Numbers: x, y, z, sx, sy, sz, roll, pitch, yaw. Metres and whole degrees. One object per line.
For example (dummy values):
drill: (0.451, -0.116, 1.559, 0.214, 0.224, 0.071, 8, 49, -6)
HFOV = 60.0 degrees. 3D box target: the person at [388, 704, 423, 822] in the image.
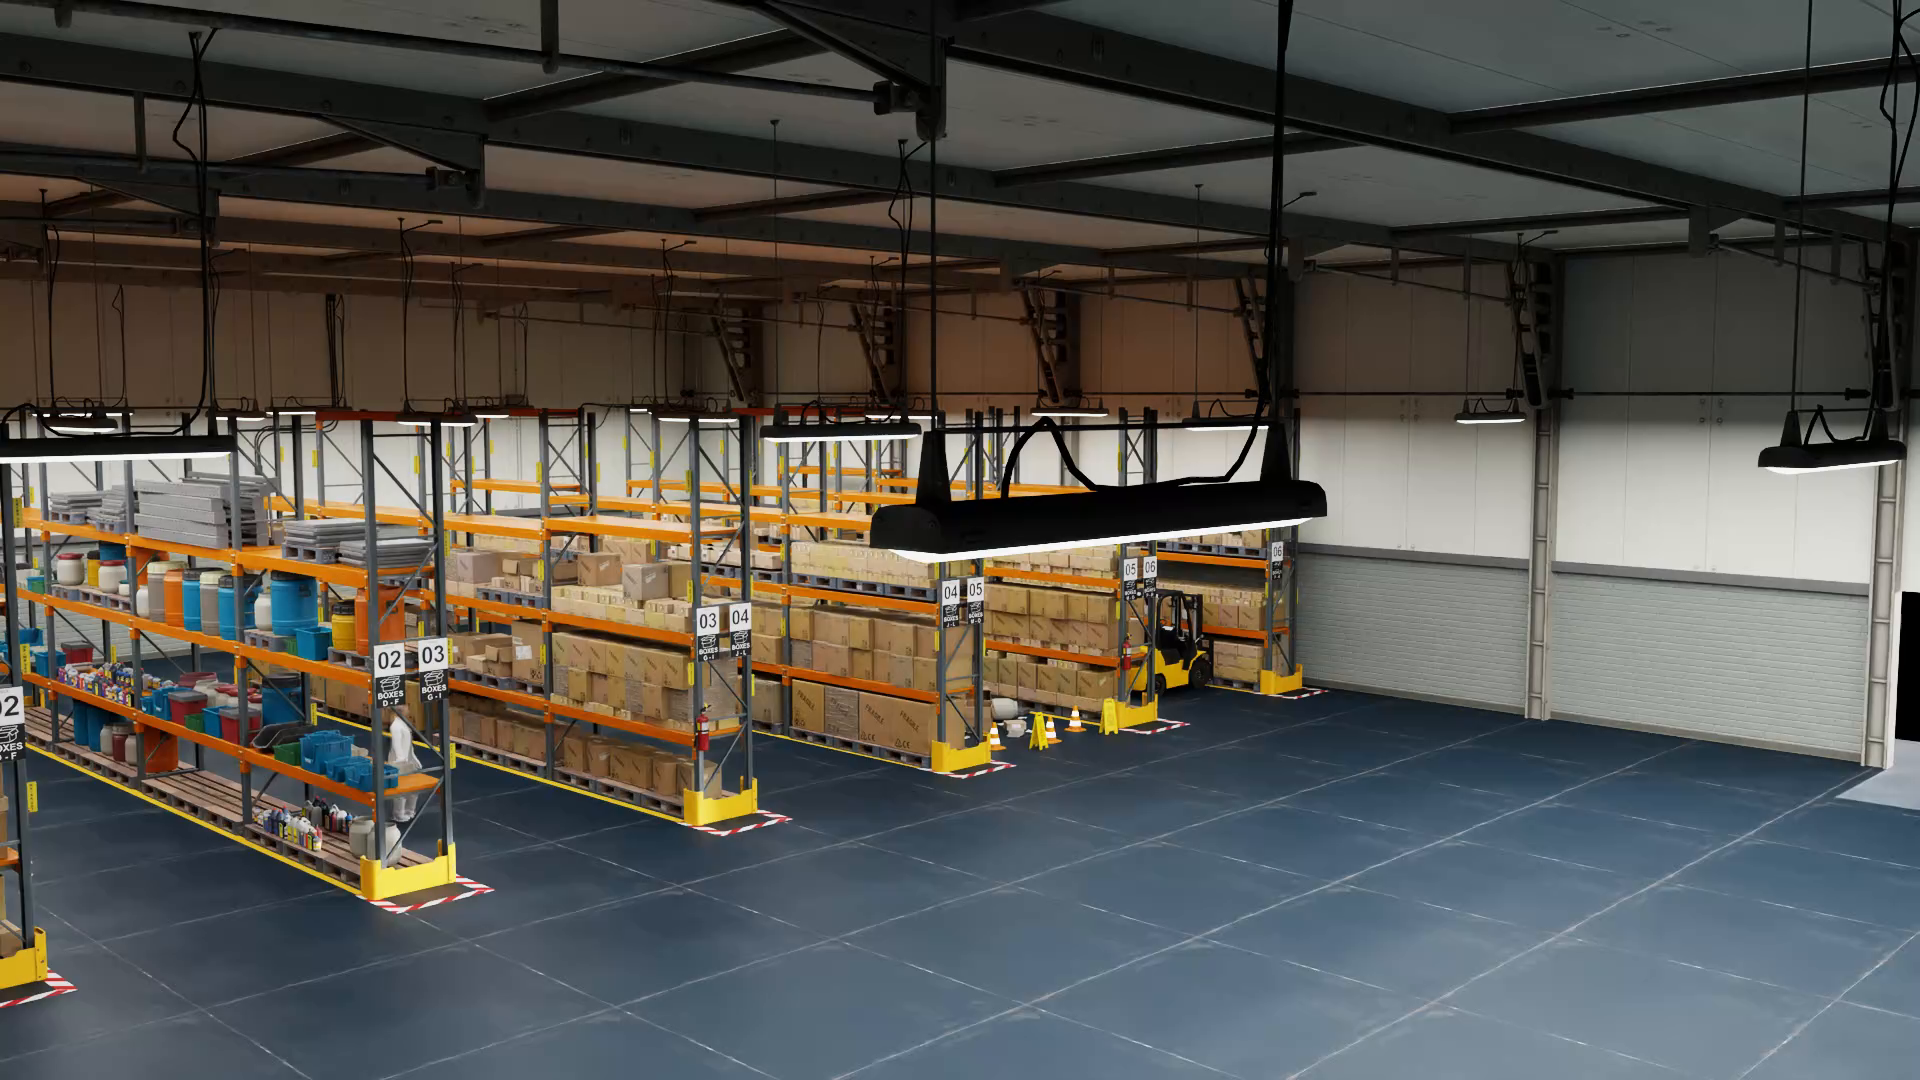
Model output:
person: (-8.247, 3.299, 24.607, 0.499, 1.829, 0.661, 1, 5, 14)
